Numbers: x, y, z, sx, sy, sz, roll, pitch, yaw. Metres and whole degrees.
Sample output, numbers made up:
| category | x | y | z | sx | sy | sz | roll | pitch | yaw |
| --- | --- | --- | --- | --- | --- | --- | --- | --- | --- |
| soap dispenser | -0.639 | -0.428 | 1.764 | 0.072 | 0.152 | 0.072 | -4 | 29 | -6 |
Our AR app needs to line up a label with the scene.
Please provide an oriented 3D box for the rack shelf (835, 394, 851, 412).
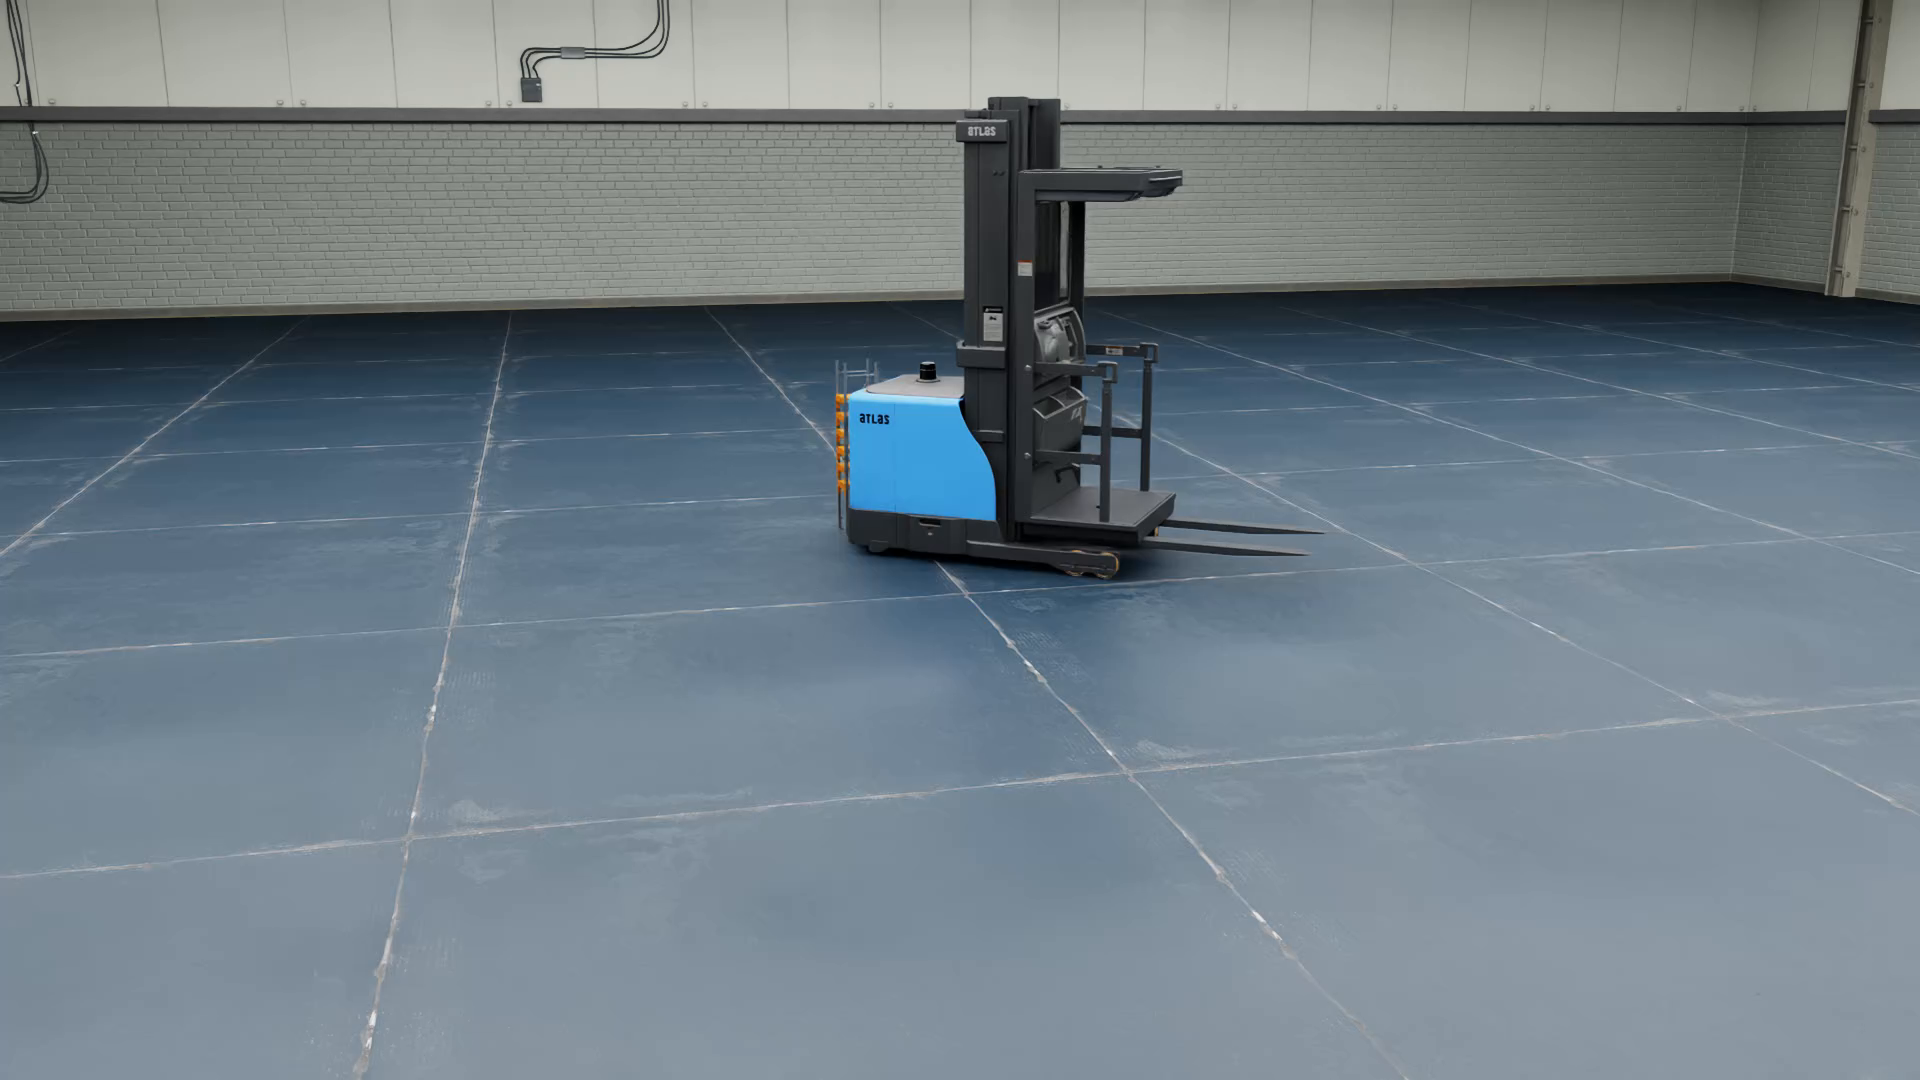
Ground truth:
| category | x | y | z | sx | sy | sz | roll | pitch | yaw |
| --- | --- | --- | --- | --- | --- | --- | --- | --- | --- |
| rack shelf | -0.711 | -0.951 | 11.462 | 0.258 | 0.103 | 0.180 | -5 | 15 | -20 |

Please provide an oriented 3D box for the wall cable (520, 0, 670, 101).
| category | x | y | z | sx | sy | sz | roll | pitch | yaw |
| --- | --- | --- | --- | --- | --- | --- | --- | --- | --- |
| wall cable | -5.638 | -9.751 | 25.212 | 2.305 | 6.003 | 0.169 | -3 | 14 | -13 |

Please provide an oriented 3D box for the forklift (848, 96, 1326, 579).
| category | x | y | z | sx | sy | sz | roll | pitch | yaw |
| --- | --- | --- | --- | --- | --- | --- | --- | --- | --- |
| forklift | 0.829 | -1.321 | 10.658 | 3.031 | 2.935 | 1.130 | 5 | 15 | 20 |

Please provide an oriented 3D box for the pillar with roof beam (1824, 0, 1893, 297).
| category | x | y | z | sx | sy | sz | roll | pitch | yaw |
| --- | --- | --- | --- | --- | --- | --- | --- | --- | --- |
| pillar with roof beam | 10.972 | -8.336 | 26.586 | 9.100 | 9.000 | 0.400 | -3 | 14 | -13 |

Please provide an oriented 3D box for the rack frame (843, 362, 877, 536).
| category | x | y | z | sx | sy | sz | roll | pitch | yaw |
| --- | --- | --- | --- | --- | --- | --- | --- | --- | --- |
| rack frame | -0.679 | -0.624 | 11.454 | 0.240 | 1.200 | 0.006 | -5 | 15 | -20 |

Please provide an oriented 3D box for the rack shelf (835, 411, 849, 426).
| category | x | y | z | sx | sy | sz | roll | pitch | yaw |
| --- | --- | --- | --- | --- | --- | --- | --- | --- | --- |
| rack shelf | -0.711 | -0.835 | 11.491 | 0.258 | 0.103 | 0.180 | -5 | 15 | -20 |

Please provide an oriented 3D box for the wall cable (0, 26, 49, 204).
| category | x | y | z | sx | sy | sz | roll | pitch | yaw |
| --- | --- | --- | --- | --- | --- | --- | --- | --- | --- |
| wall cable | -14.869 | -6.065 | 23.833 | 3.097 | 2.526 | 0.112 | -3 | 14 | -13 |

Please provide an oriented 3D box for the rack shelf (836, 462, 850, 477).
| category | x | y | z | sx | sy | sz | roll | pitch | yaw |
| --- | --- | --- | --- | --- | --- | --- | --- | --- | --- |
| rack shelf | -0.711 | -0.485 | 11.576 | 0.258 | 0.103 | 0.180 | -5 | 15 | -20 |

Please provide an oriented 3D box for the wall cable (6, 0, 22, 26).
| category | x | y | z | sx | sy | sz | roll | pitch | yaw |
| --- | --- | --- | --- | --- | --- | --- | --- | --- | --- |
| wall cable | -12.240 | -8.669 | 23.851 | 3.097 | 2.526 | 0.112 | -3 | 14 | -13 |

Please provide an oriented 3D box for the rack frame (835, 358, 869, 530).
| category | x | y | z | sx | sy | sz | roll | pitch | yaw |
| --- | --- | --- | --- | --- | --- | --- | --- | --- | --- |
| rack frame | -0.744 | -0.665 | 11.620 | 0.240 | 1.200 | 0.006 | -5 | 15 | -20 |

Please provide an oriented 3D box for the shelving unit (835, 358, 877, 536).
| category | x | y | z | sx | sy | sz | roll | pitch | yaw |
| --- | --- | --- | --- | --- | --- | --- | --- | --- | --- |
| shelving unit | -0.711 | -0.645 | 11.537 | 0.258 | 1.200 | 0.189 | -5 | 15 | -20 |

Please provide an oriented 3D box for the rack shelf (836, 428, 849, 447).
| category | x | y | z | sx | sy | sz | roll | pitch | yaw |
| --- | --- | --- | --- | --- | --- | --- | --- | --- | --- |
| rack shelf | -0.711 | -0.718 | 11.519 | 0.258 | 0.103 | 0.180 | -5 | 15 | -20 |

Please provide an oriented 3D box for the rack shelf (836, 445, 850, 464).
| category | x | y | z | sx | sy | sz | roll | pitch | yaw |
| --- | --- | --- | --- | --- | --- | --- | --- | --- | --- |
| rack shelf | -0.711 | -0.601 | 11.548 | 0.258 | 0.103 | 0.180 | -5 | 15 | -20 |

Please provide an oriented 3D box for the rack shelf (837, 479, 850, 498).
| category | x | y | z | sx | sy | sz | roll | pitch | yaw |
| --- | --- | --- | --- | --- | --- | --- | --- | --- | --- |
| rack shelf | -0.711 | -0.368 | 11.605 | 0.258 | 0.103 | 0.180 | -5 | 15 | -20 |
